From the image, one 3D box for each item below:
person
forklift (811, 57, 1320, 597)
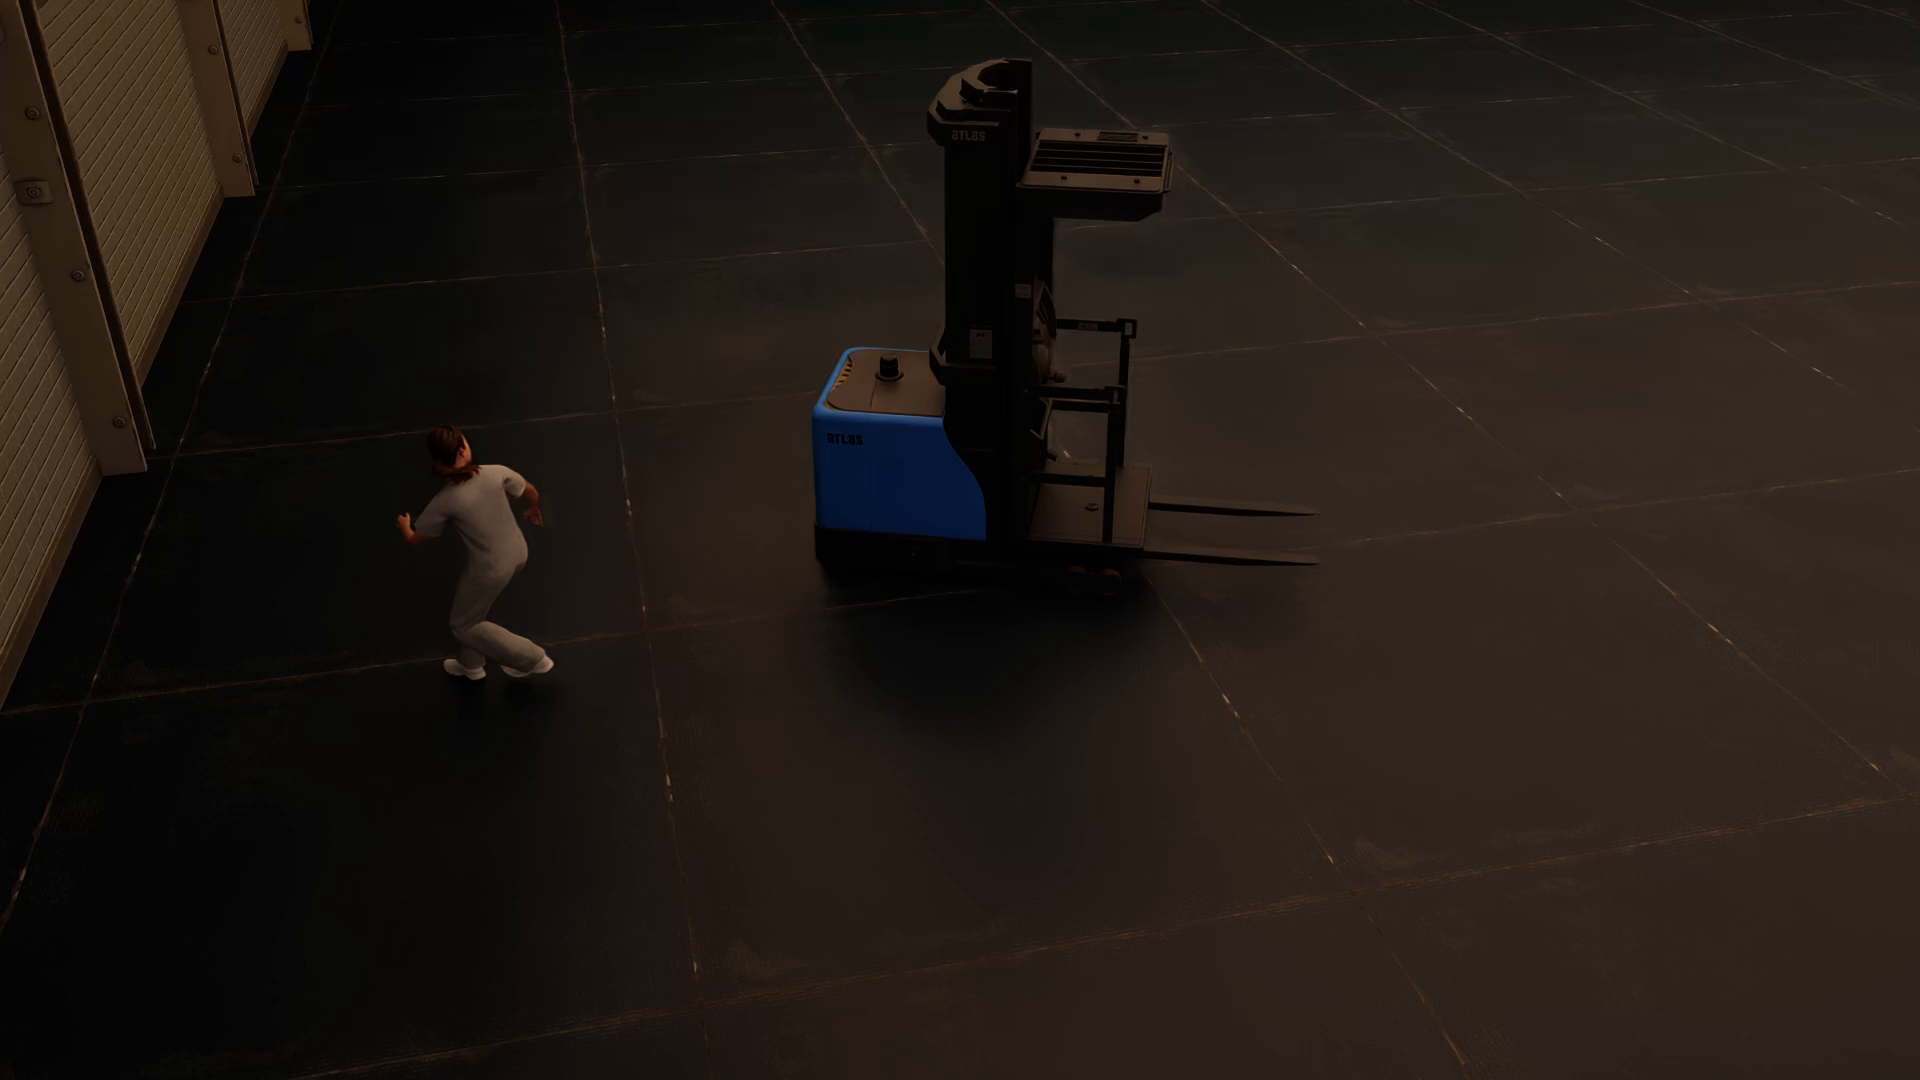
[{"bbox_3d":[-2.565,0.044,8.900,0.806,1.542,0.774,14,33,23],"label":"person"},{"bbox_3d":[0.677,-1.216,9.676,3.031,2.935,1.130,4,30,8],"label":"forklift"}]
